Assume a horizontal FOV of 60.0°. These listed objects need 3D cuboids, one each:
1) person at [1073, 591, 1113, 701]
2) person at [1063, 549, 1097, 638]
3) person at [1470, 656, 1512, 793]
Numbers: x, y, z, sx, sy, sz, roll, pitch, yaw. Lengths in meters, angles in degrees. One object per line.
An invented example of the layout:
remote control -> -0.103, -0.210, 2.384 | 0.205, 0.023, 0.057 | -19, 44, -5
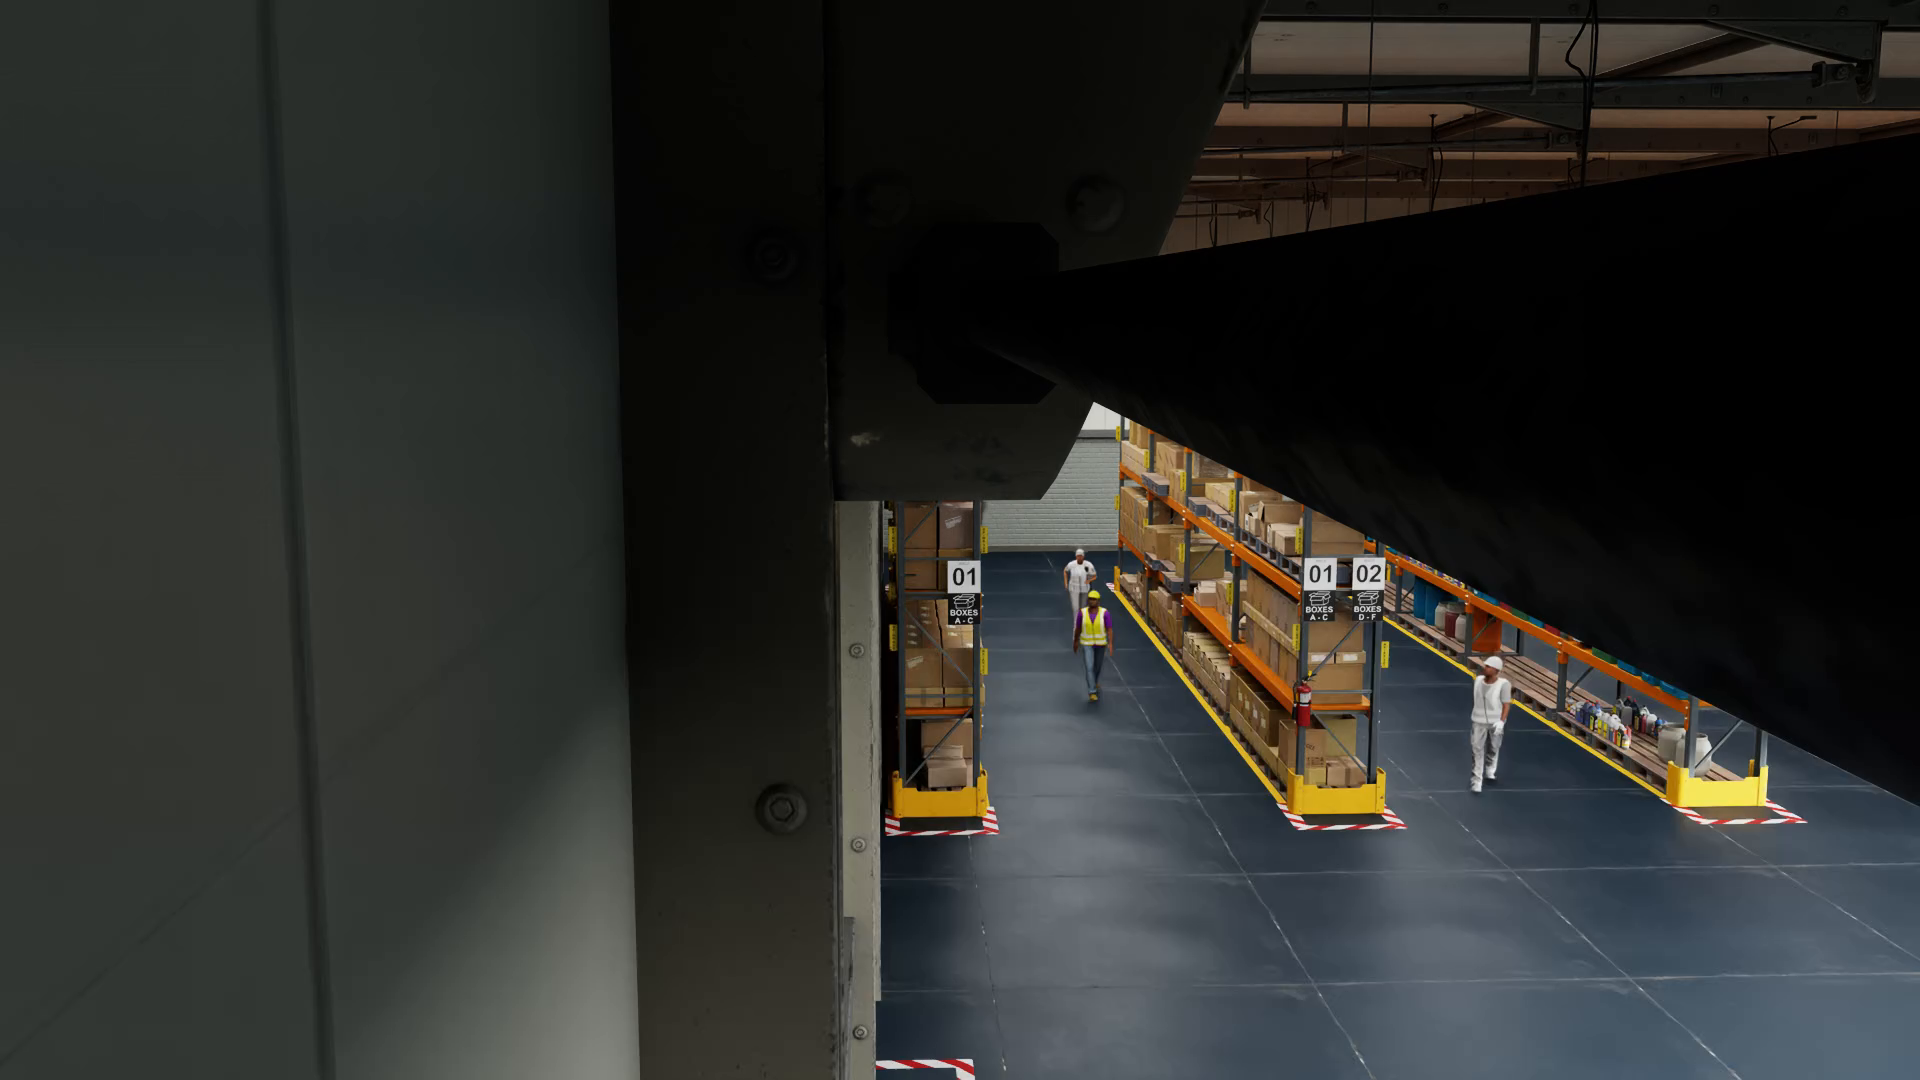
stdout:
person -> 2.143, 1.668, 26.610 | 0.593, 1.723, 1.080 | -1, 8, -7
person -> 2.286, 0.973, 31.445 | 0.621, 1.620, 1.028 | 0, 8, -2
person -> 6.888, 2.371, 21.591 | 0.490, 1.729, 1.059 | 3, 9, 17
